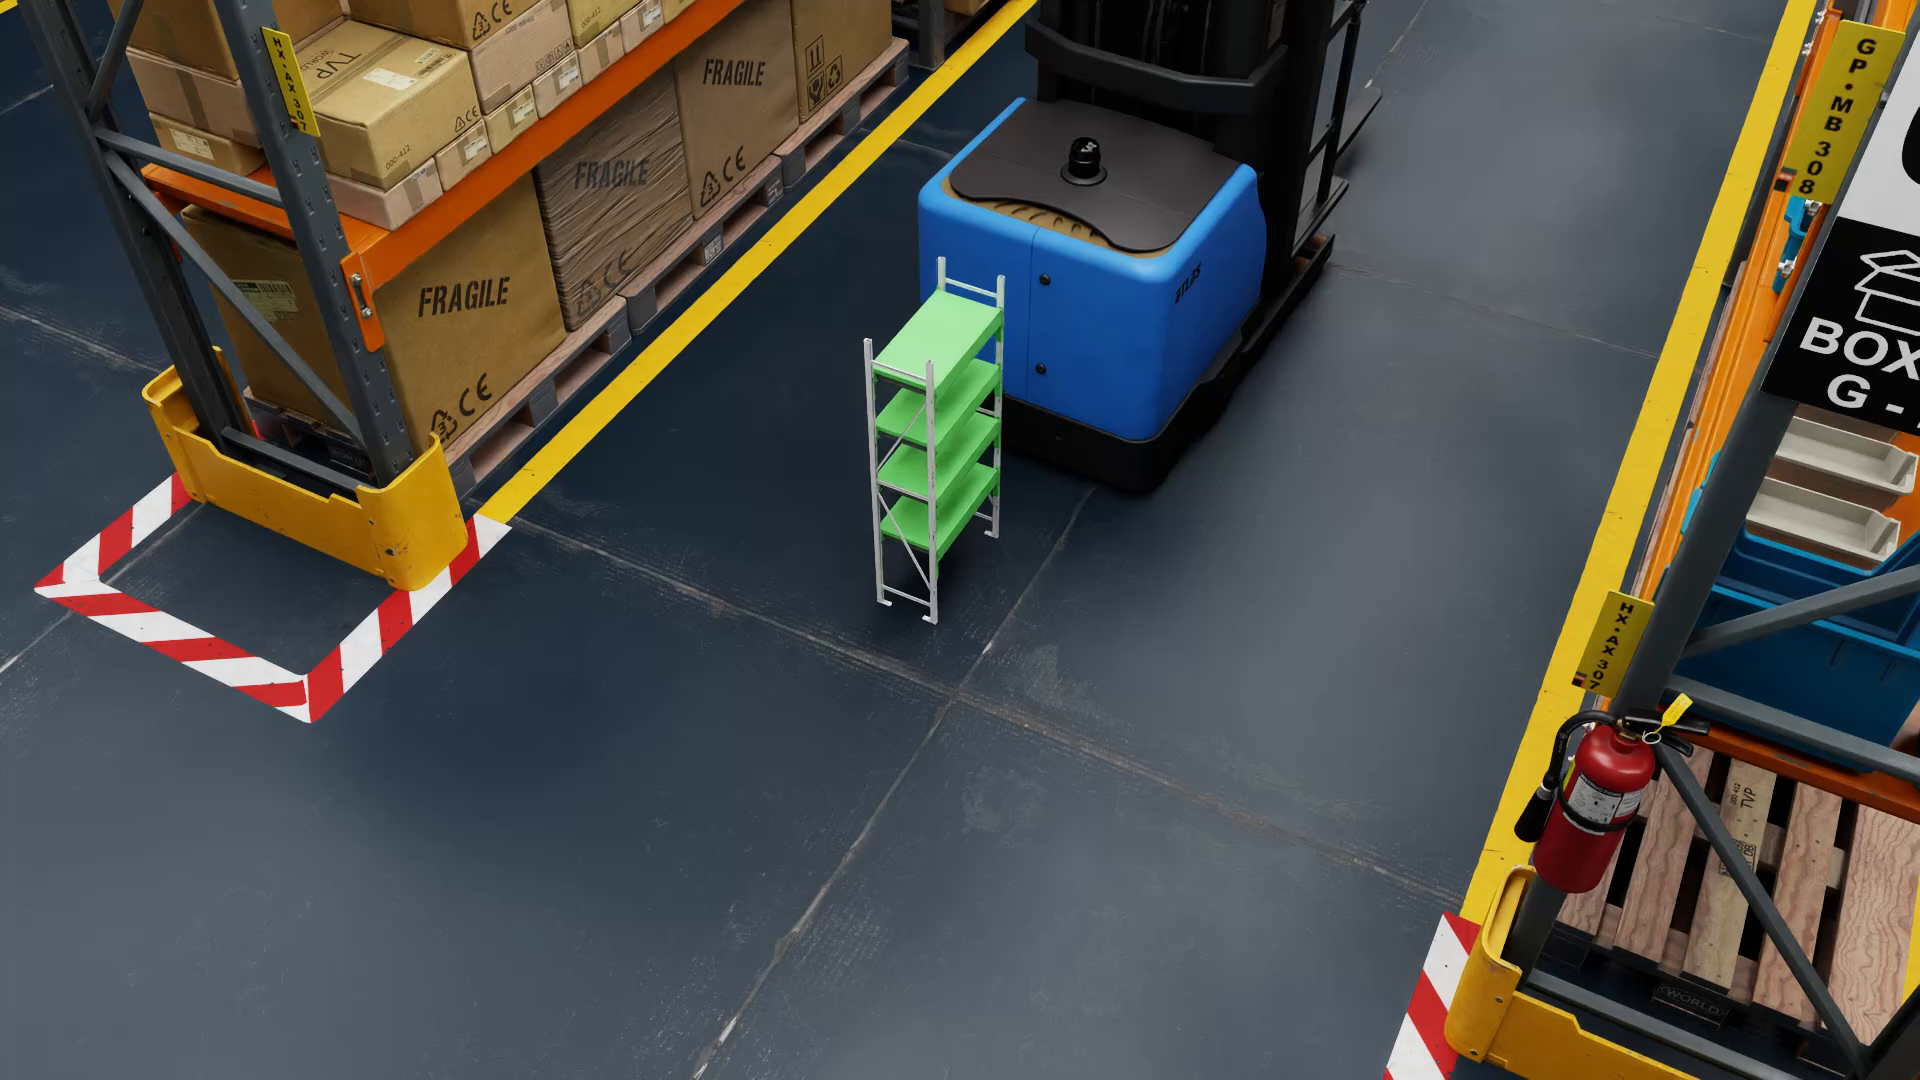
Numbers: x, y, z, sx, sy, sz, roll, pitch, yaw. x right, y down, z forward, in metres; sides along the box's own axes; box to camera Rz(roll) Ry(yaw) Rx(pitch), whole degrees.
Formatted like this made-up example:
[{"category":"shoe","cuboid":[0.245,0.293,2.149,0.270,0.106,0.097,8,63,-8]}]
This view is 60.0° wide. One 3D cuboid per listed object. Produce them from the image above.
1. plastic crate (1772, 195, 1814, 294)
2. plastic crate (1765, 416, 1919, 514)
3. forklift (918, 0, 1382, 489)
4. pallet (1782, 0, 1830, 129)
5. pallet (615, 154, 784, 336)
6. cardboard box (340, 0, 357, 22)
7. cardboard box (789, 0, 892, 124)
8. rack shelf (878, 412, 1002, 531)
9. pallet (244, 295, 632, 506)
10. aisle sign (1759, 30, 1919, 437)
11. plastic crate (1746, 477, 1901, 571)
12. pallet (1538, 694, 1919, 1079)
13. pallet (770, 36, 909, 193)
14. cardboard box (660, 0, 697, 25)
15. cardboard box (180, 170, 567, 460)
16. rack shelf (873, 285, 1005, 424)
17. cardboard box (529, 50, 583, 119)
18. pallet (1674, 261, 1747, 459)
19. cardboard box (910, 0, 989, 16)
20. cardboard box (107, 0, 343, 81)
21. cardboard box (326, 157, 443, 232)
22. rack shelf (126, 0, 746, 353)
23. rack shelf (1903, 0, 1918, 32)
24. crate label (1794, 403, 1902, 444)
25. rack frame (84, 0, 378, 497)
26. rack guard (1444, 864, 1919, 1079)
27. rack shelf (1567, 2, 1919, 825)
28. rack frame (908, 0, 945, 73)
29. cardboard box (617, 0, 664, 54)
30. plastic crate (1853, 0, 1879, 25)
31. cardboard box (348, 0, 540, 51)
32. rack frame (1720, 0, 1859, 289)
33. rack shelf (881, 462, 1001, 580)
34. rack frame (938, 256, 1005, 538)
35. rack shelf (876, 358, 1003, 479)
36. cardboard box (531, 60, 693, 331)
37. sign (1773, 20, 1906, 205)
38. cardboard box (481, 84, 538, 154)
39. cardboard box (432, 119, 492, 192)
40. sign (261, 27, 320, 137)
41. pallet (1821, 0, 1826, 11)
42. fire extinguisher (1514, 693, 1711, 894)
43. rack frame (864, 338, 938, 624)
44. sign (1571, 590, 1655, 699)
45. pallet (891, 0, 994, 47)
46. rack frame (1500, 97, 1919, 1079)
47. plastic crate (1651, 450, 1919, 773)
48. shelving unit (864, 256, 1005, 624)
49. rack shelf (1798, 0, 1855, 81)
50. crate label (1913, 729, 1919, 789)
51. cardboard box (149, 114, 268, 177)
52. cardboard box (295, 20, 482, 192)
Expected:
[{"category":"plastic crate","cuboid":[2.706,-0.871,5.077,0.416,0.233,0.300,20,49,19]},{"category":"plastic crate","cuboid":[2.345,-0.210,4.492,0.396,0.136,0.243,20,49,19]},{"category":"forklift","cuboid":[1.008,-2.262,6.425,1.130,2.935,3.031,22,49,21]},{"category":"pallet","cuboid":[4.797,-2.314,8.388,1.003,0.211,1.213,20,49,19]},{"category":"pallet","cuboid":[-1.538,-1.481,7.565,1.003,0.211,1.213,20,49,19]},{"category":"cardboard box","cuboid":[-2.181,-1.930,5.944,0.500,0.250,0.500,20,49,18]},{"category":"cardboard box","cuboid":[-0.928,-2.697,8.005,0.875,0.875,0.875,20,49,19]},{"category":"rack shelf","cuboid":[-0.077,-0.273,5.766,0.258,0.148,0.480,20,49,19]},{"category":"pallet","cuboid":[-2.105,-0.715,6.808,1.003,0.211,1.213,20,49,19]},{"category":"aisle sign","cuboid":[1.687,-0.495,2.803,0.394,0.787,0.004,20,49,19]},{"category":"plastic crate","cuboid":[2.198,-0.032,4.316,0.396,0.136,0.243,20,49,19]},{"category":"pallet","cuboid":[2.397,0.943,5.169,1.003,0.211,1.213,20,49,19]},{"category":"pallet","cuboid":[-0.973,-2.252,8.327,1.003,0.211,1.213,20,49,19]},{"category":"cardboard box","cuboid":[-1.237,-2.161,6.454,0.380,0.149,0.250,19,48,18]},{"category":"cardboard box","cuboid":[-2.181,-0.996,6.324,0.875,0.875,0.875,20,49,19]},{"category":"rack shelf","cuboid":[-0.077,-0.610,5.424,0.258,0.148,0.480,20,49,19]},{"category":"cardboard box","cuboid":[-1.594,-1.680,5.978,0.380,0.149,0.250,20,49,18]},{"category":"pallet","cuboid":[3.530,-0.594,6.689,1.003,0.211,1.213,20,49,19]},{"category":"cardboard box","cuboid":[-0.271,-3.496,8.795,1.225,0.875,0.875,21,49,19]},{"category":"cardboard box","cuboid":[-2.414,-1.875,5.363,0.500,0.500,0.500,21,49,20]},{"category":"cardboard box","cuboid":[-1.950,-1.192,5.496,0.380,0.149,0.250,21,49,19]},{"category":"rack shelf","cuboid":[-1.479,-2.173,6.794,1.077,0.370,4.000,20,49,19]},{"category":"rack shelf","cuboid":[2.908,-1.660,4.041,0.919,0.124,3.809,20,49,19]},{"category":"crate label","cuboid":[2.453,-0.394,4.673,0.396,0.136,0.243,20,49,19]},{"category":"rack frame","cuboid":[-2.410,-1.167,5.294,0.949,2.616,0.053,20,49,19]},{"category":"rack guard","cuboid":[1.980,1.368,4.547,1.175,0.500,0.348,20,49,19]},{"category":"rack shelf","cuboid":[2.908,-0.537,5.178,1.077,0.370,4.000,20,49,19]},{"category":"rack frame","cuboid":[-0.550,-3.685,7.783,1.000,3.000,0.127,20,49,19]},{"category":"cardboard box","cuboid":[-1.355,-2.003,6.297,0.380,0.149,0.250,20,49,19]},{"category":"plastic crate","cuboid":[3.200,-1.614,5.649,0.402,0.464,0.583,20,49,19]},{"category":"cardboard box","cuboid":[-1.713,-2.009,5.496,0.500,0.500,0.500,19,48,18]},{"category":"rack frame","cuboid":[3.836,-2.050,6.167,1.000,3.000,0.127,20,49,19]},{"category":"rack shelf","cuboid":[-0.077,-0.104,5.936,0.258,0.148,0.480,20,49,19]},{"category":"rack frame","cuboid":[0.036,-0.471,5.872,0.240,1.200,0.015,20,49,19]},{"category":"rack shelf","cuboid":[-0.077,-0.441,5.595,0.258,0.148,0.480,20,49,19]},{"category":"cardboard box","cuboid":[-1.759,-1.569,6.891,0.875,0.875,0.875,20,49,19]},{"category":"sign","cuboid":[1.485,-0.719,2.817,0.100,0.325,0.005,20,49,19]},{"category":"cardboard box","cuboid":[-1.714,-1.515,5.815,0.380,0.149,0.250,19,48,18]},{"category":"cardboard box","cuboid":[-1.832,-1.354,5.656,0.380,0.149,0.250,20,49,18]},{"category":"sign","cuboid":[-1.919,-1.311,4.772,0.100,0.325,0.005,20,49,19]},{"category":"pallet","cuboid":[5.364,-3.079,9.145,1.003,0.211,1.213,20,49,19]},{"category":"fire extinguisher","cuboid":[1.507,0.573,3.891,0.296,0.674,0.183,20,49,19]},{"category":"rack frame","cuboid":[-0.190,-0.164,5.568,0.240,1.200,0.015,20,49,19]},{"category":"sign","cuboid":[1.485,0.241,3.788,0.100,0.325,0.005,20,49,19]},{"category":"pallet","cuboid":[-0.259,-3.216,9.280,1.003,0.211,1.213,20,49,19]},{"category":"rack frame","cuboid":[1.980,0.470,3.677,1.000,3.000,0.127,20,49,19]},{"category":"plastic crate","cuboid":[1.970,0.164,3.912,0.616,0.435,0.499,20,49,19]},{"category":"shelving unit","cuboid":[-0.077,-0.317,5.720,0.258,1.200,0.503,20,49,19]},{"category":"rack shelf","cuboid":[4.765,-3.057,7.668,1.077,0.370,4.000,20,49,19]},{"category":"crate label","cuboid":[2.386,0.461,3.761,0.416,0.233,0.303,20,49,19]},{"category":"cardboard box","cuboid":[-2.534,-1.410,5.712,0.380,0.149,0.250,21,49,20]},{"category":"cardboard box","cuboid":[-1.945,-1.431,5.451,0.500,0.250,0.500,19,48,18]}]
